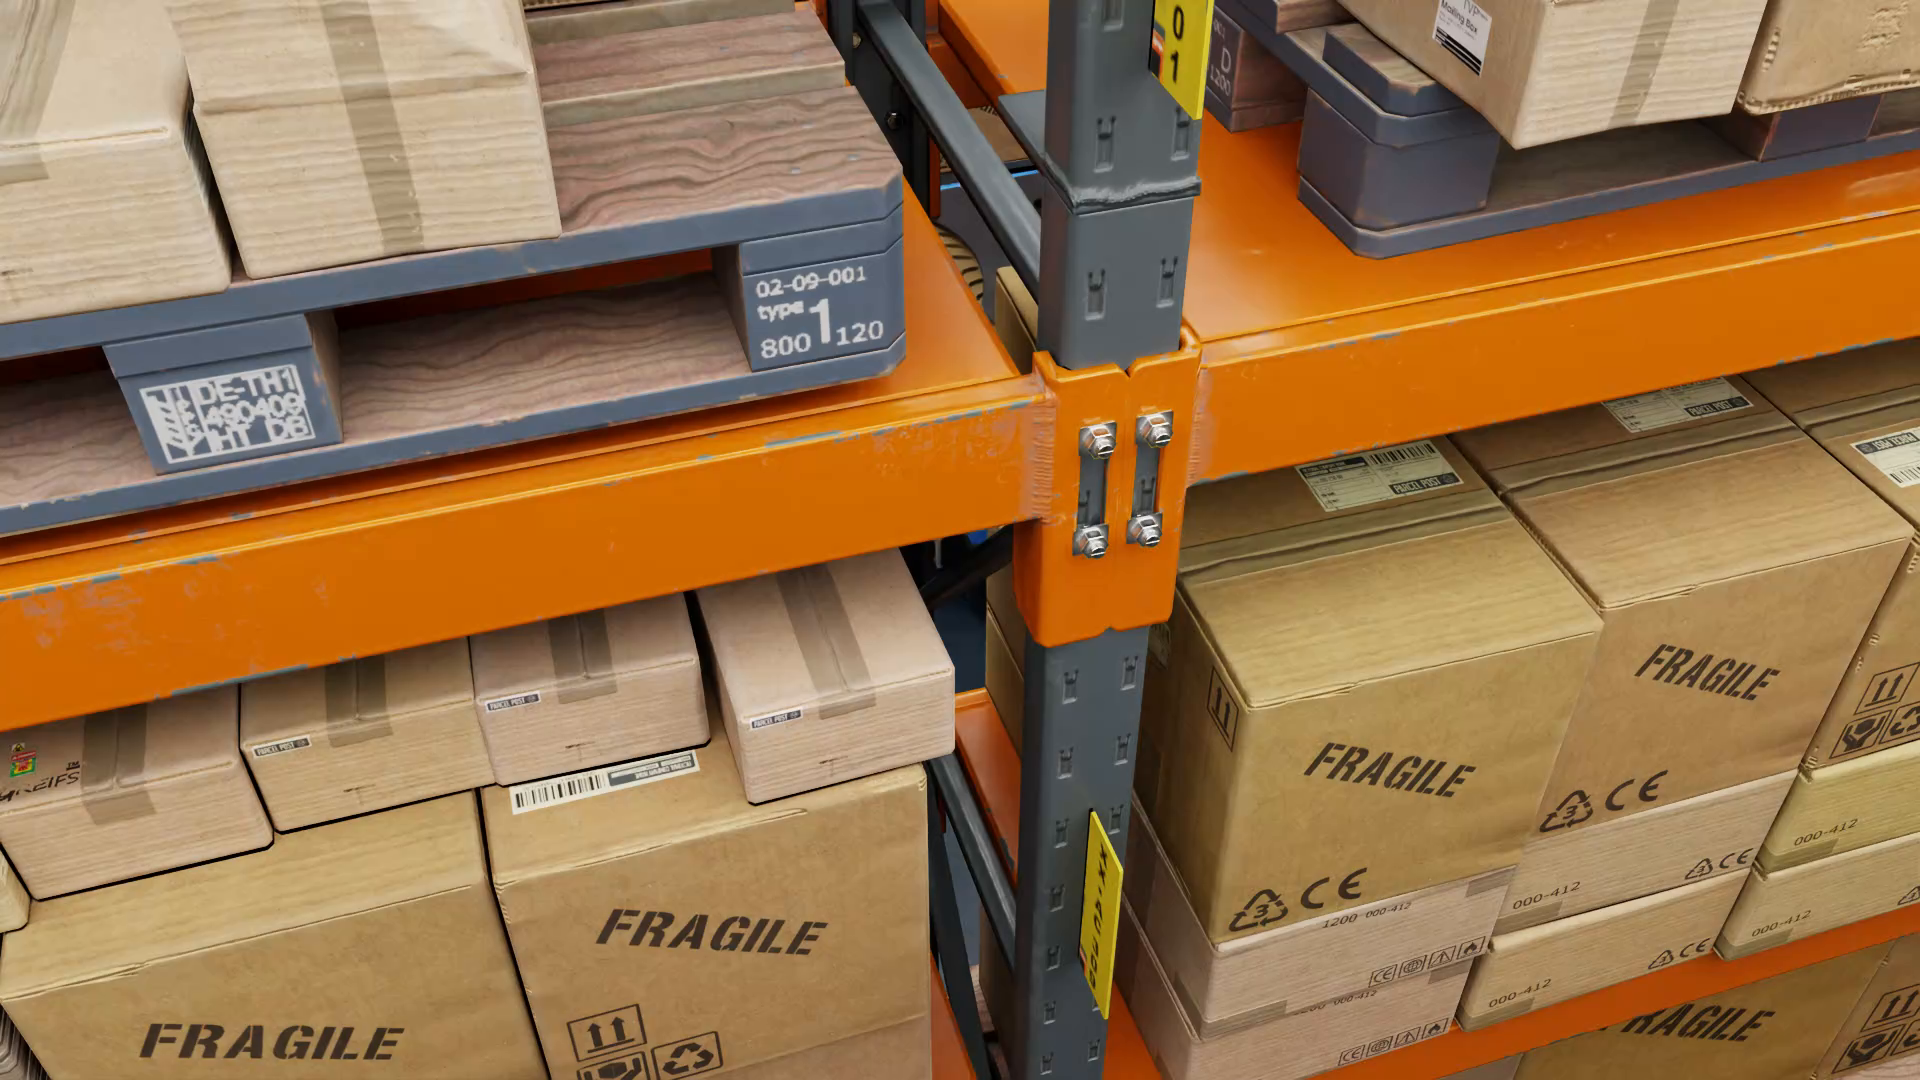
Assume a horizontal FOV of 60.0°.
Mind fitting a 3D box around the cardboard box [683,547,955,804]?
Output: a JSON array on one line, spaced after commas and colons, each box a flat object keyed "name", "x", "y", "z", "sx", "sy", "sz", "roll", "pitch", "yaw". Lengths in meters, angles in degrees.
[{"name": "cardboard box", "x": -0.183, "y": 0.107, "z": 2.019, "sx": 0.250, "sy": 0.149, "sz": 0.380, "roll": -13, "pitch": 43, "yaw": -14}]

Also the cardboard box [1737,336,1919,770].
[{"name": "cardboard box", "x": 1.477, "y": -0.031, "z": 2.670, "sx": 0.500, "sy": 0.500, "sz": 0.500, "roll": -13, "pitch": 43, "yaw": -14}]

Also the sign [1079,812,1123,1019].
[{"name": "sign", "x": 0.183, "y": 0.497, "z": 2.183, "sx": 0.005, "sy": 0.325, "sz": 0.100, "roll": -12, "pitch": 42, "yaw": -13}]

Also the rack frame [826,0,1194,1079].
[{"name": "rack frame", "x": 0.015, "y": 0.505, "z": 2.892, "sx": 0.127, "sy": 3.000, "sz": 1.000, "roll": -12, "pitch": 42, "yaw": -13}]

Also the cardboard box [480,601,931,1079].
[{"name": "cardboard box", "x": -0.352, "y": 0.357, "z": 2.225, "sx": 0.500, "sy": 0.500, "sz": 0.500, "roll": -12, "pitch": 43, "yaw": -13}]

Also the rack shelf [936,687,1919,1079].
[{"name": "rack shelf", "x": 1.923, "y": 0.381, "z": 3.581, "sx": 4.000, "sy": 0.370, "sz": 1.077, "roll": -12, "pitch": 42, "yaw": -13}]

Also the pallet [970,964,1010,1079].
[{"name": "pallet", "x": 0.728, "y": 1.355, "z": 4.038, "sx": 1.213, "sy": 0.211, "sz": 1.003, "roll": -12, "pitch": 42, "yaw": -13}]

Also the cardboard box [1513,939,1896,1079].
[{"name": "cardboard box", "x": 1.442, "y": 0.791, "z": 3.861, "sx": 0.875, "sy": 0.875, "sz": 0.875, "roll": -11, "pitch": 42, "yaw": -12}]

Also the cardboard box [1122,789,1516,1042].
[{"name": "cardboard box", "x": 0.520, "y": 0.463, "z": 2.674, "sx": 0.500, "sy": 0.250, "sz": 0.500, "roll": -13, "pitch": 43, "yaw": -14}]

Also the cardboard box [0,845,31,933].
[{"name": "cardboard box", "x": -1.172, "y": 0.268, "z": 1.835, "sx": 0.250, "sy": 0.149, "sz": 0.380, "roll": -12, "pitch": 43, "yaw": -13}]

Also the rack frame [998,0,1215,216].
[{"name": "rack frame", "x": 0.015, "y": -1.754, "z": 0.918, "sx": 0.127, "sy": 3.000, "sz": 1.000, "roll": -12, "pitch": 42, "yaw": -13}]

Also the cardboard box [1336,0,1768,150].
[{"name": "cardboard box", "x": 0.598, "y": -0.611, "z": 1.673, "sx": 0.258, "sy": 0.266, "sz": 0.396, "roll": -12, "pitch": 43, "yaw": -13}]

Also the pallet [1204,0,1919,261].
[{"name": "pallet", "x": 0.875, "y": -0.765, "z": 2.211, "sx": 1.217, "sy": 0.209, "sz": 0.805, "roll": -13, "pitch": 43, "yaw": -15}]

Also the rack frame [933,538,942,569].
[{"name": "rack frame", "x": -0.108, "y": -0.431, "z": 5.331, "sx": 0.015, "sy": 1.200, "sz": 0.240, "roll": -13, "pitch": 43, "yaw": -14}]

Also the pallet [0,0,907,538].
[{"name": "pallet", "x": -0.768, "y": -0.436, "z": 1.757, "sx": 1.213, "sy": 0.211, "sz": 1.003, "roll": -12, "pitch": 42, "yaw": -13}]

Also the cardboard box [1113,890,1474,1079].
[{"name": "cardboard box", "x": 0.514, "y": 0.640, "z": 2.851, "sx": 0.500, "sy": 0.250, "sz": 0.500, "roll": -13, "pitch": 43, "yaw": -14}]

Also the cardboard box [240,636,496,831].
[{"name": "cardboard box", "x": -0.708, "y": 0.134, "z": 1.988, "sx": 0.250, "sy": 0.149, "sz": 0.380, "roll": -12, "pitch": 42, "yaw": -13}]

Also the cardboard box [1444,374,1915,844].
[{"name": "cardboard box", "x": 0.998, "y": 0.066, "z": 2.558, "sx": 0.500, "sy": 0.500, "sz": 0.500, "roll": -12, "pitch": 43, "yaw": -13}]

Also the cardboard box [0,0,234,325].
[{"name": "cardboard box", "x": -0.750, "y": -0.347, "z": 1.383, "sx": 0.250, "sy": 0.149, "sz": 0.380, "roll": -11, "pitch": 42, "yaw": -12}]

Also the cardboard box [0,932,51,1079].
[{"name": "cardboard box", "x": -1.321, "y": 0.559, "z": 1.994, "sx": 0.500, "sy": 0.500, "sz": 0.500, "roll": -11, "pitch": 42, "yaw": -12}]

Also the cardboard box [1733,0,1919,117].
[{"name": "cardboard box", "x": 0.943, "y": -0.813, "z": 1.725, "sx": 0.500, "sy": 0.500, "sz": 0.500, "roll": -12, "pitch": 43, "yaw": -14}]

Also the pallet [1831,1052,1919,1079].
[{"name": "pallet", "x": 1.894, "y": 1.112, "z": 4.317, "sx": 1.213, "sy": 0.211, "sz": 1.003, "roll": -12, "pitch": 42, "yaw": -13}]

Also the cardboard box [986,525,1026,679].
[{"name": "cardboard box", "x": 0.363, "y": 0.133, "z": 3.051, "sx": 0.500, "sy": 0.250, "sz": 0.500, "roll": -12, "pitch": 42, "yaw": -13}]

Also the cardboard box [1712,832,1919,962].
[{"name": "cardboard box", "x": 1.501, "y": 0.446, "z": 3.074, "sx": 0.500, "sy": 0.250, "sz": 0.500, "roll": -12, "pitch": 43, "yaw": -13}]

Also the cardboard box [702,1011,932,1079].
[{"name": "cardboard box", "x": -0.350, "y": 0.719, "z": 2.571, "sx": 0.500, "sy": 0.500, "sz": 0.500, "roll": -11, "pitch": 42, "yaw": -13}]

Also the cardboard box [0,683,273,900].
[{"name": "cardboard box", "x": -0.944, "y": 0.196, "z": 1.917, "sx": 0.250, "sy": 0.149, "sz": 0.380, "roll": -12, "pitch": 43, "yaw": -13}]

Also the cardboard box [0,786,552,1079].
[{"name": "cardboard box", "x": -0.838, "y": 0.452, "z": 2.116, "sx": 0.500, "sy": 0.500, "sz": 0.500, "roll": -12, "pitch": 43, "yaw": -14}]

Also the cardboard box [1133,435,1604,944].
[{"name": "cardboard box", "x": 0.521, "y": 0.184, "z": 2.423, "sx": 0.500, "sy": 0.500, "sz": 0.500, "roll": -11, "pitch": 42, "yaw": -13}]

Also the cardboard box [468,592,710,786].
[{"name": "cardboard box", "x": -0.467, "y": 0.091, "z": 2.037, "sx": 0.250, "sy": 0.149, "sz": 0.380, "roll": -11, "pitch": 42, "yaw": -12}]

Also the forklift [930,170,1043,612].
[{"name": "forklift", "x": 1.325, "y": -1.437, "z": 5.167, "sx": 3.031, "sy": 2.935, "sz": 1.130, "roll": -13, "pitch": 43, "yaw": -14}]

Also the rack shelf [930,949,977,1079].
[{"name": "rack shelf", "x": -1.892, "y": 1.171, "z": 2.676, "sx": 4.000, "sy": 0.370, "sz": 1.077, "roll": -12, "pitch": 42, "yaw": -13}]

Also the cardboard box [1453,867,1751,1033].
[{"name": "cardboard box", "x": 1.007, "y": 0.537, "z": 2.970, "sx": 0.500, "sy": 0.250, "sz": 0.500, "roll": -13, "pitch": 43, "yaw": -14}]

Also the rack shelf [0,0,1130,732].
[{"name": "rack shelf", "x": -1.892, "y": 0.042, "z": 1.690, "sx": 4.000, "sy": 0.370, "sz": 1.077, "roll": -12, "pitch": 42, "yaw": -13}]

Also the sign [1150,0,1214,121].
[{"name": "sign", "x": 0.183, "y": -0.501, "z": 1.311, "sx": 0.005, "sy": 0.325, "sz": 0.100, "roll": -12, "pitch": 42, "yaw": -13}]

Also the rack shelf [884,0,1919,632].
[{"name": "rack shelf", "x": 1.923, "y": -0.749, "z": 2.594, "sx": 4.000, "sy": 0.370, "sz": 1.077, "roll": -12, "pitch": 42, "yaw": -13}]

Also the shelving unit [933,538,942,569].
[{"name": "shelving unit", "x": -0.339, "y": -0.379, "z": 5.272, "sx": 0.503, "sy": 1.200, "sz": 0.258, "roll": -13, "pitch": 43, "yaw": -14}]

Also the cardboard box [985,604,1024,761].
[{"name": "cardboard box", "x": 0.367, "y": 0.315, "z": 3.224, "sx": 0.500, "sy": 0.250, "sz": 0.500, "roll": -13, "pitch": 43, "yaw": -14}]

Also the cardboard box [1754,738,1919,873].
[{"name": "cardboard box", "x": 1.498, "y": 0.259, "z": 2.907, "sx": 0.500, "sy": 0.250, "sz": 0.500, "roll": -11, "pitch": 42, "yaw": -13}]
